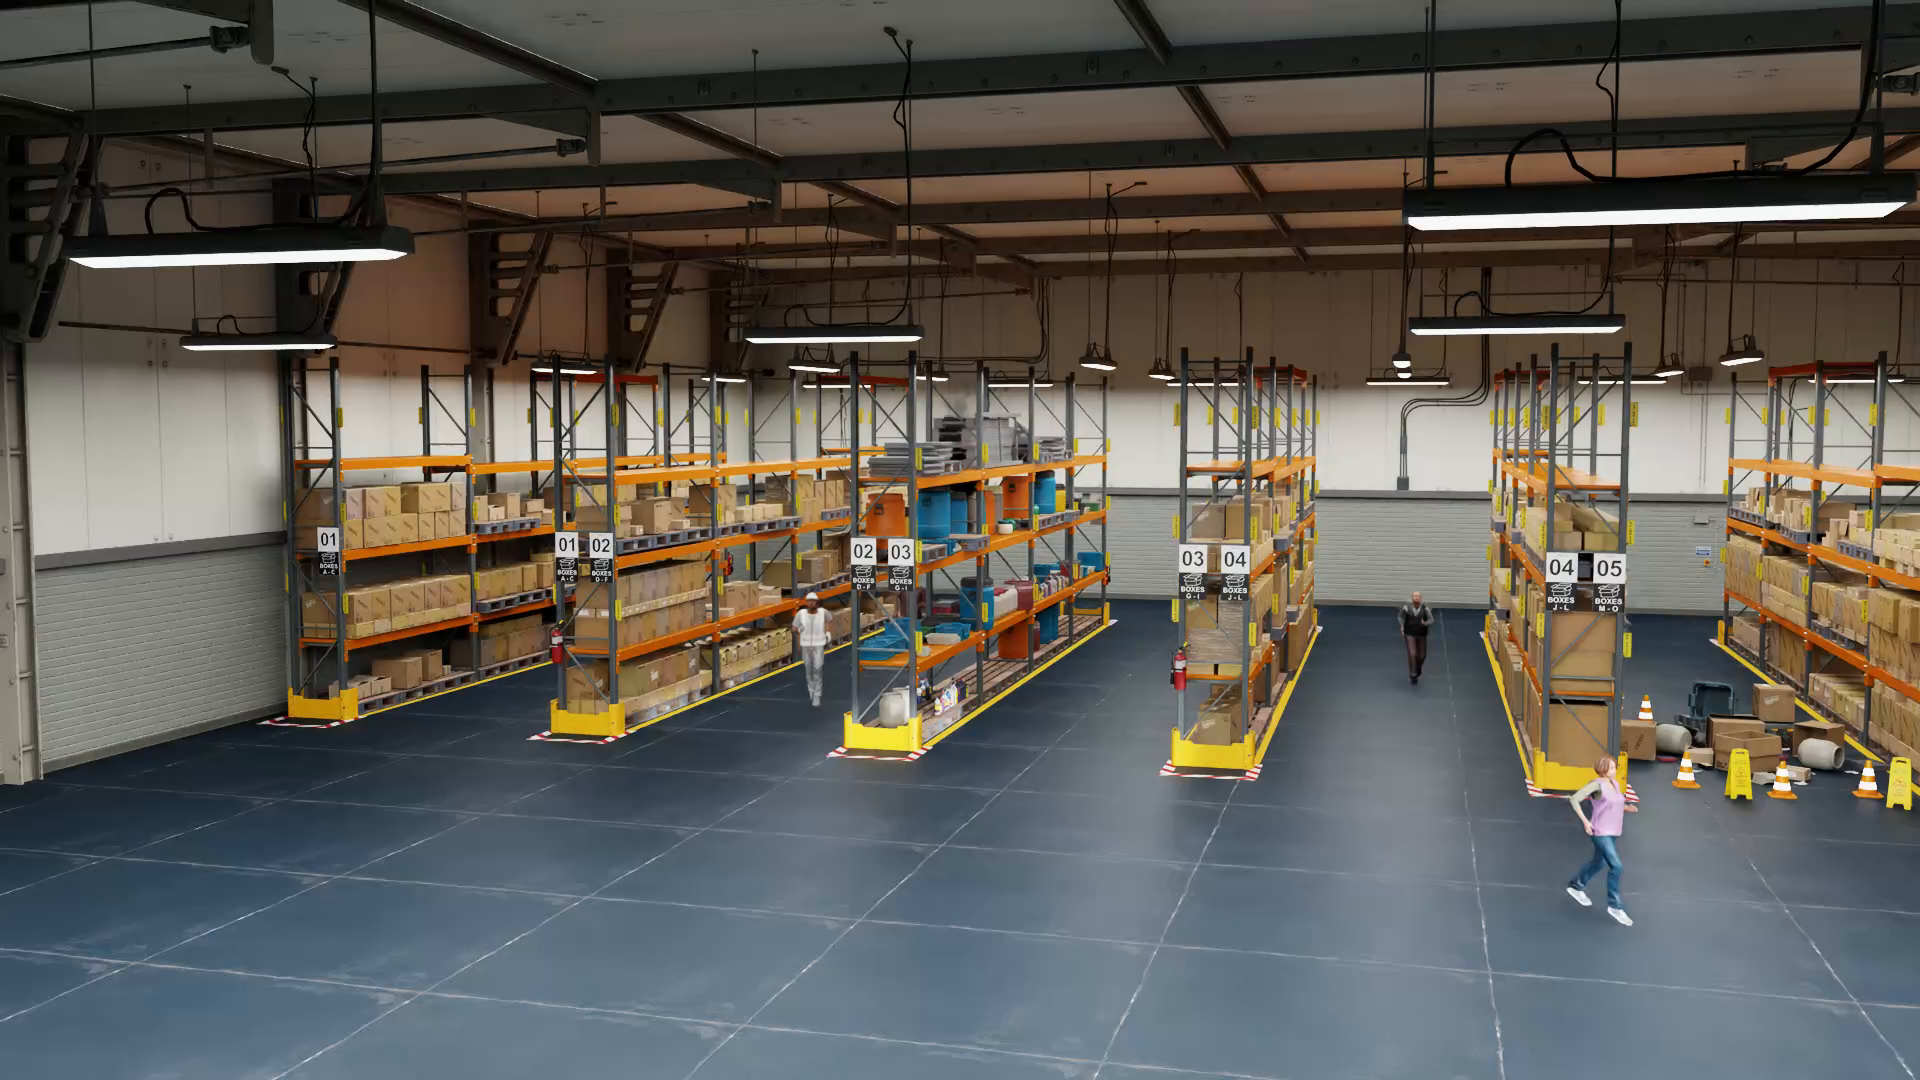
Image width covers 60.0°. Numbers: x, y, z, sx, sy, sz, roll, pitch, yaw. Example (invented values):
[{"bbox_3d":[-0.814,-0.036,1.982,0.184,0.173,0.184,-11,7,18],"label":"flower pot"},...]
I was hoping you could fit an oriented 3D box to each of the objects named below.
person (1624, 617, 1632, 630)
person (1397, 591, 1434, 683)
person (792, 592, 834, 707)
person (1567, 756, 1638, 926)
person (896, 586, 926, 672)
[{"bbox_3d":[15.130,1.357,38.528,0.792,1.712,0.602,1,4,20],"label":"person"},{"bbox_3d":[8.644,1.825,31.547,0.666,1.699,0.930,1,4,9],"label":"person"},{"bbox_3d":[-2.443,1.781,27.488,0.670,1.836,0.806,0,4,3],"label":"person"},{"bbox_3d":[6.429,2.967,16.663,0.516,1.632,0.759,-4,6,-41],"label":"person"},{"bbox_3d":[-0.939,1.557,31.523,0.687,1.885,0.680,1,4,14],"label":"person"}]
